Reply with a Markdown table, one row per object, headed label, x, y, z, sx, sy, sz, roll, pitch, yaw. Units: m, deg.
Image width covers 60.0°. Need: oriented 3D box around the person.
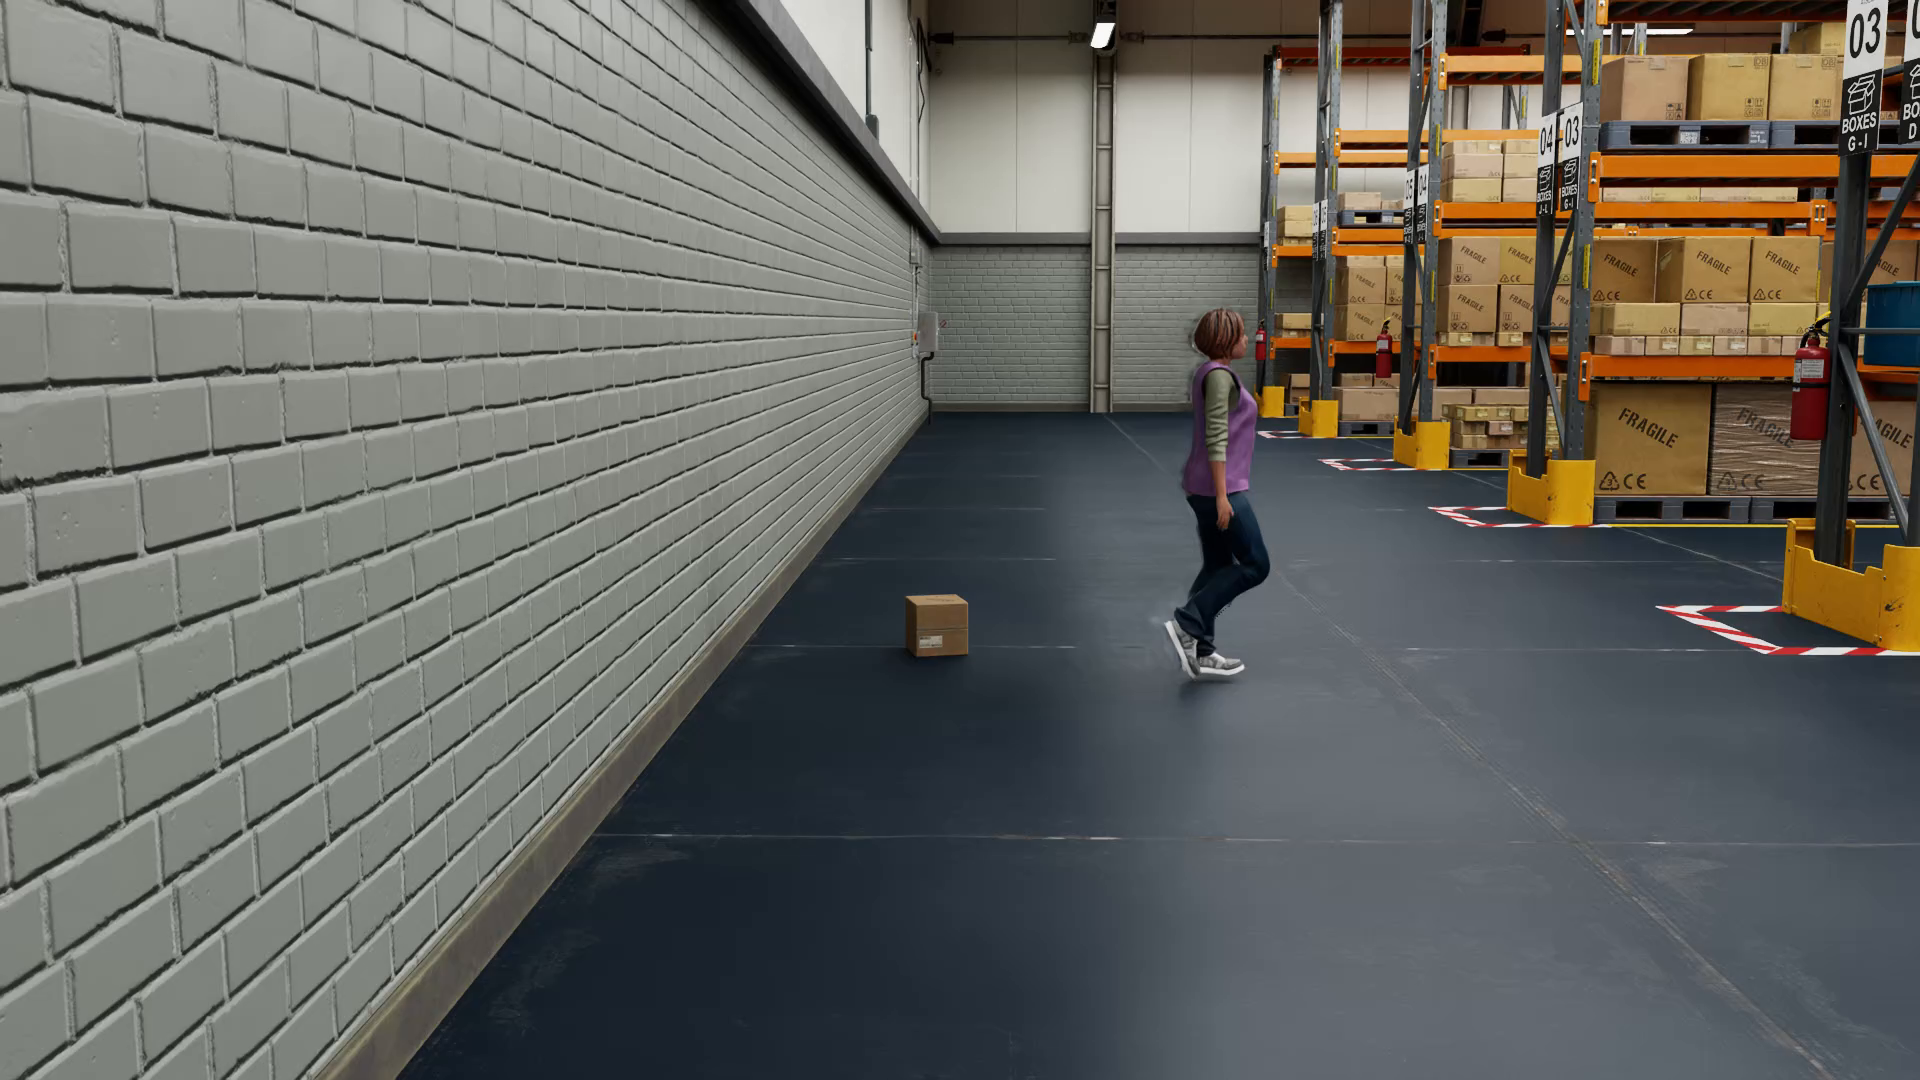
| label | x | y | z | sx | sy | sz | roll | pitch | yaw |
| --- | --- | --- | --- | --- | --- | --- | --- | --- | --- |
| person | 1.102 | -0.193 | 7.132 | 0.438 | 1.591 | 0.455 | 0 | 7 | 2 |
